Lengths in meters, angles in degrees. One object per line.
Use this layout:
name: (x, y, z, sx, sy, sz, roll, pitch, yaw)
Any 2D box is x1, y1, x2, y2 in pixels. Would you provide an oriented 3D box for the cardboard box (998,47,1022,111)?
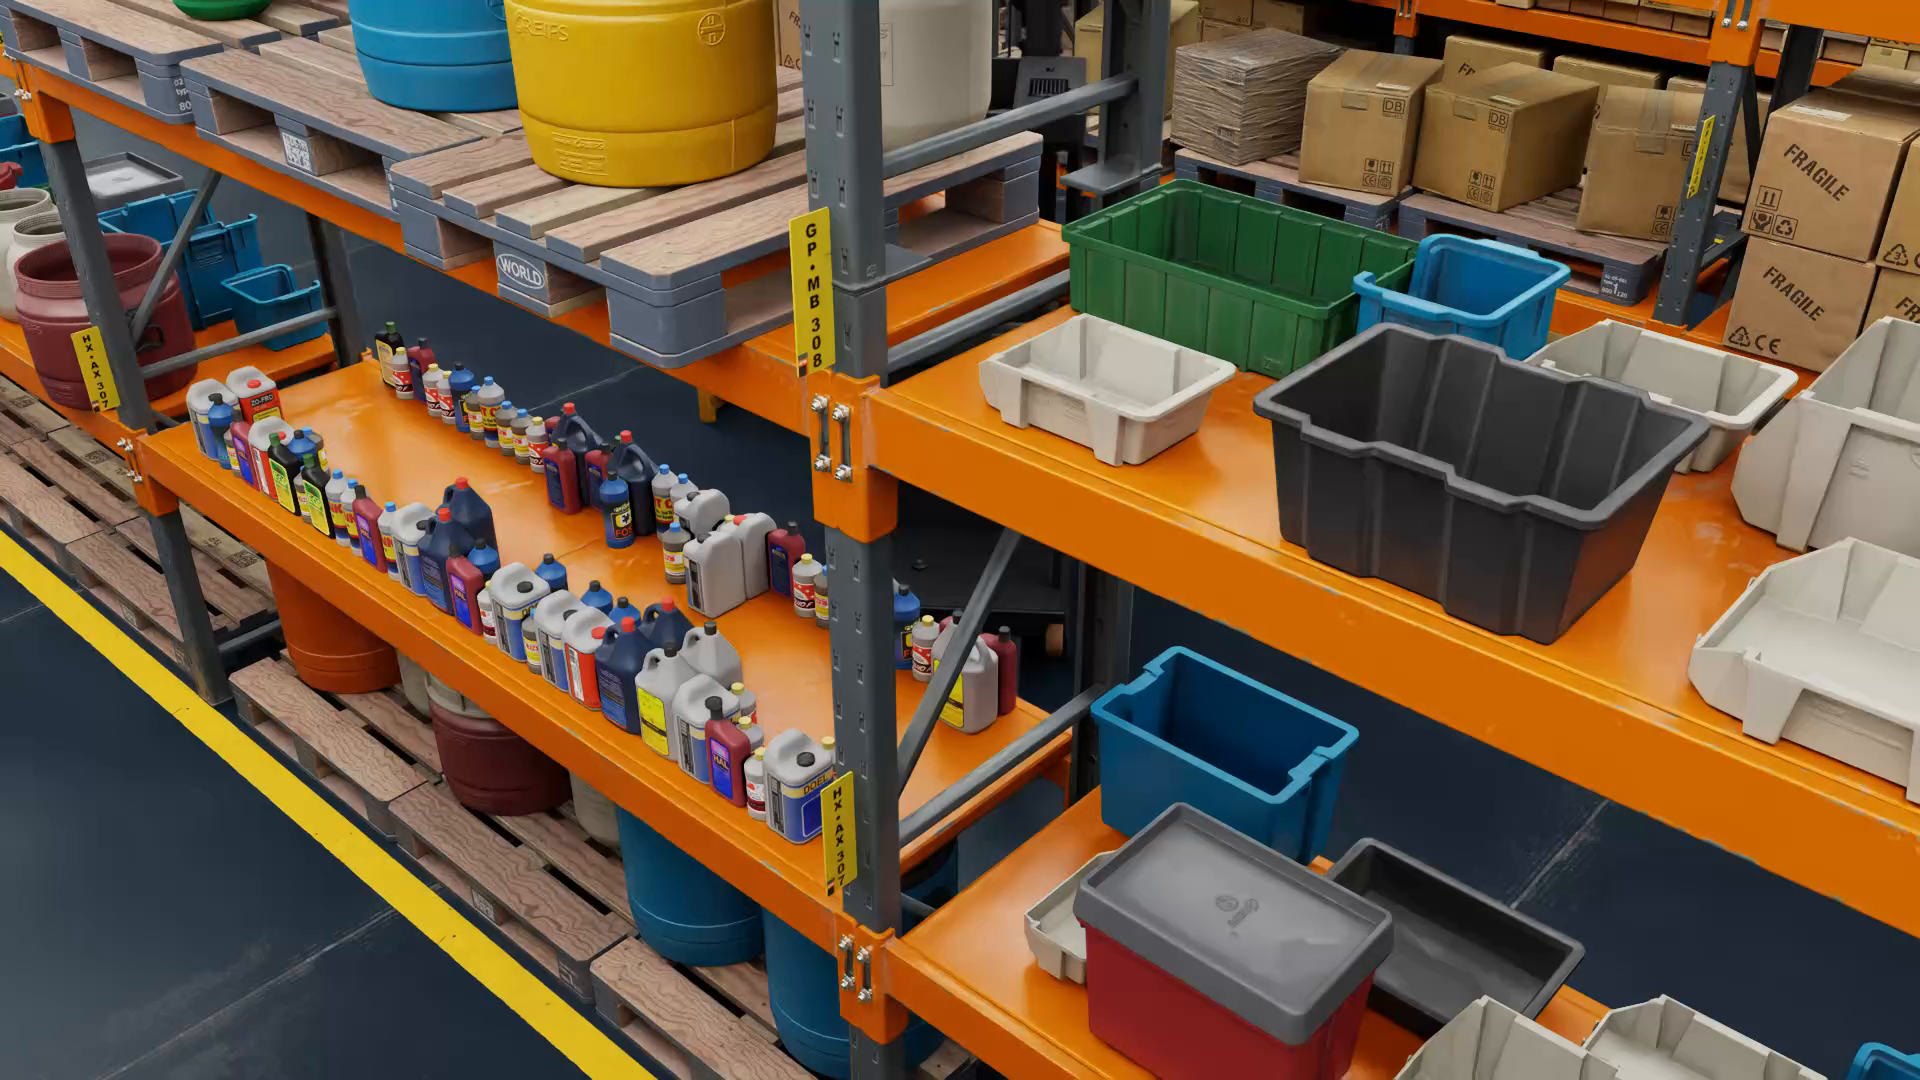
cardboard box: (0.207, -2.778, 10.042, 0.500, 0.311, 0.500, -27, 40, -37)

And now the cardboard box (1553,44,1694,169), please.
cardboard box: (4.871, -3.218, 12.364, 0.750, 0.750, 0.750, 25, 39, 35)

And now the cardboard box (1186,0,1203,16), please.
cardboard box: (2.077, -4.814, 14.608, 0.500, 0.250, 0.500, 24, 38, 34)

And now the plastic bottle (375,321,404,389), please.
plastic bottle: (-2.293, -0.754, 6.707, 0.133, 0.283, 0.061, 25, 39, 35)

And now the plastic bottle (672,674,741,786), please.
plastic bottle: (-0.694, 0.518, 4.602, 0.135, 0.276, 0.152, 25, 39, 35)

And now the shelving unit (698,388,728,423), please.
shelving unit: (-0.856, -1.321, 8.990, 1.083, 1.500, 0.587, 15, 34, 23)

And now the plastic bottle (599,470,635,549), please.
plastic bottle: (-1.168, -0.111, 5.650, 0.097, 0.271, 0.097, 0, 31, 0)

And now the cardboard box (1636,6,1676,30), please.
cardboard box: (5.002, -3.741, 11.780, 0.250, 0.149, 0.380, 25, 39, 35)

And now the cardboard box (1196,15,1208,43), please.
cardboard box: (2.128, -4.471, 14.765, 0.500, 0.500, 0.700, 26, 39, 36)

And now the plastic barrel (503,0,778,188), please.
plastic barrel: (-0.727, -1.180, 3.804, 0.600, 0.588, 0.600, 0, 31, 0)

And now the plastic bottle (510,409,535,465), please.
plastic bottle: (-1.616, -0.390, 6.182, 0.097, 0.201, 0.097, 0, 31, 0)

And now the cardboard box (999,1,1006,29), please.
cardboard box: (0.386, -5.102, 16.137, 0.250, 0.166, 0.380, 20, 36, 29)

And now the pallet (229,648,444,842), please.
pallet: (-2.267, 0.671, 6.931, 1.213, 0.211, 1.003, 25, 39, 35)

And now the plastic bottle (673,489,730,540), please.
plastic bottle: (-0.860, -0.050, 5.544, 0.135, 0.276, 0.152, 25, 39, 35)

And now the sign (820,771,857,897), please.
sign: (-0.284, 0.695, 3.919, 0.005, 0.325, 0.100, 25, 39, 35)

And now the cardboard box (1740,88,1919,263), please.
cardboard box: (3.574, -1.490, 6.750, 0.500, 0.500, 0.500, 26, 40, 36)

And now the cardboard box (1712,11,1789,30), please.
cardboard box: (5.471, -3.777, 11.211, 0.500, 0.500, 0.500, 25, 39, 35)

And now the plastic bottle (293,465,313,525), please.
plastic bottle: (-2.266, -0.165, 5.809, 0.097, 0.201, 0.097, 0, 31, 0)

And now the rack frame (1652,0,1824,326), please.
rack frame: (3.413, -1.289, 7.483, 0.127, 3.000, 1.000, 25, 39, 35)

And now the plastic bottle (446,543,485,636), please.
plastic bottle: (-1.541, 0.151, 5.205, 0.133, 0.283, 0.061, 25, 39, 35)

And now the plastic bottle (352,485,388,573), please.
plastic bottle: (-1.949, -0.040, 5.521, 0.133, 0.283, 0.061, 25, 39, 35)

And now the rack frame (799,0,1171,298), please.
rack frame: (0.086, -1.966, 2.791, 0.127, 3.000, 1.000, 25, 39, 35)

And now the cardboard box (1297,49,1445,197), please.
cardboard box: (2.062, -2.100, 8.325, 0.500, 0.500, 0.700, 15, 34, 23)

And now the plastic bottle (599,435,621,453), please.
plastic bottle: (-1.210, -0.248, 5.867, 0.133, 0.283, 0.061, 25, 39, 35)

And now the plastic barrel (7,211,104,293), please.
plastic barrel: (-3.785, -1.103, 7.065, 0.421, 0.512, 0.421, 0, 31, 0)

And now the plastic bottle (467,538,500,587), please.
plastic bottle: (-1.502, 0.119, 5.268, 0.097, 0.271, 0.097, 0, 31, 0)

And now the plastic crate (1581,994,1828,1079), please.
plastic crate: (1.579, 1.179, 3.581, 0.466, 0.136, 0.293, 25, 39, 35)

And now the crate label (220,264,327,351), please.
crate label: (-2.940, -0.998, 7.162, 0.416, 0.233, 0.303, 25, 39, 35)

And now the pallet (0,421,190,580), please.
pallet: (-4.328, -0.291, 8.529, 1.213, 0.211, 1.003, 25, 39, 35)

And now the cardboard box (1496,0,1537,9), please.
cardboard box: (4.178, -4.053, 12.298, 0.250, 0.149, 0.380, 26, 40, 36)

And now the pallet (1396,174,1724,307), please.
pallet: (2.894, -1.525, 8.061, 1.213, 0.211, 1.003, 25, 39, 35)

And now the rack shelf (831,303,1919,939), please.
rack shelf: (1.569, 0.319, 2.601, 4.000, 0.370, 1.077, 25, 39, 35)

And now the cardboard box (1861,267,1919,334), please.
cardboard box: (3.990, -0.875, 6.699, 0.500, 0.500, 0.500, 26, 40, 36)

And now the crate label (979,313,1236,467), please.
crate label: (0.255, -0.288, 3.168, 0.466, 0.136, 0.293, 25, 39, 35)

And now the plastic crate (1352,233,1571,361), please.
plastic crate: (0.976, -0.417, 3.288, 0.300, 0.233, 0.416, 25, 39, 35)

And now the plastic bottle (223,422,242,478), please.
plastic bottle: (-2.636, -0.338, 6.095, 0.097, 0.201, 0.097, 0, 31, 0)

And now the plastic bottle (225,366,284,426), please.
plastic bottle: (-2.673, -0.512, 6.313, 0.135, 0.276, 0.152, 25, 39, 35)

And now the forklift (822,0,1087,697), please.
forklift: (-0.057, -0.902, 6.907, 1.130, 2.935, 3.031, 2, 31, 3)

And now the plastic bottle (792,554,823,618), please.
plastic bottle: (-0.484, 0.138, 5.304, 0.097, 0.201, 0.097, 0, 31, 0)

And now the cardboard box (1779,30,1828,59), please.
cardboard box: (5.694, -3.348, 11.128, 0.250, 0.149, 0.380, 25, 39, 35)

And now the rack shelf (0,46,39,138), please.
rack shelf: (-4.362, -2.450, 7.200, 4.000, 0.370, 1.077, 25, 39, 35)

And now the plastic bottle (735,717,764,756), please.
plastic bottle: (-0.585, 0.577, 4.576, 0.097, 0.201, 0.097, 0, 31, 0)

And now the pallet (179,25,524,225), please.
pallet: (-1.403, -1.226, 4.652, 1.213, 0.211, 1.003, 25, 39, 35)

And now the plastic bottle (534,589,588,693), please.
plastic bottle: (-1.167, 0.297, 4.969, 0.135, 0.276, 0.152, 25, 39, 35)

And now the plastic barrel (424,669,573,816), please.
plastic barrel: (-1.668, 0.626, 6.232, 0.708, 0.588, 0.600, 25, 39, 35)

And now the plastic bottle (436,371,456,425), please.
plastic bottle: (-1.977, -0.558, 6.461, 0.097, 0.201, 0.097, 0, 31, 0)

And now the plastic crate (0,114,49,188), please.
plastic crate: (-4.818, -1.895, 8.505, 0.575, 0.384, 0.392, 25, 39, 35)

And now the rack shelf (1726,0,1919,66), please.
rack shelf: (4.896, -1.574, 5.745, 4.000, 0.370, 1.077, 25, 39, 35)

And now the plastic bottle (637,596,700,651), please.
plastic bottle: (-0.855, 0.313, 4.870, 0.185, 0.351, 0.144, 25, 39, 35)

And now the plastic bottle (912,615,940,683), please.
plastic bottle: (-0.096, 0.320, 5.003, 0.097, 0.201, 0.097, 0, 31, 0)
